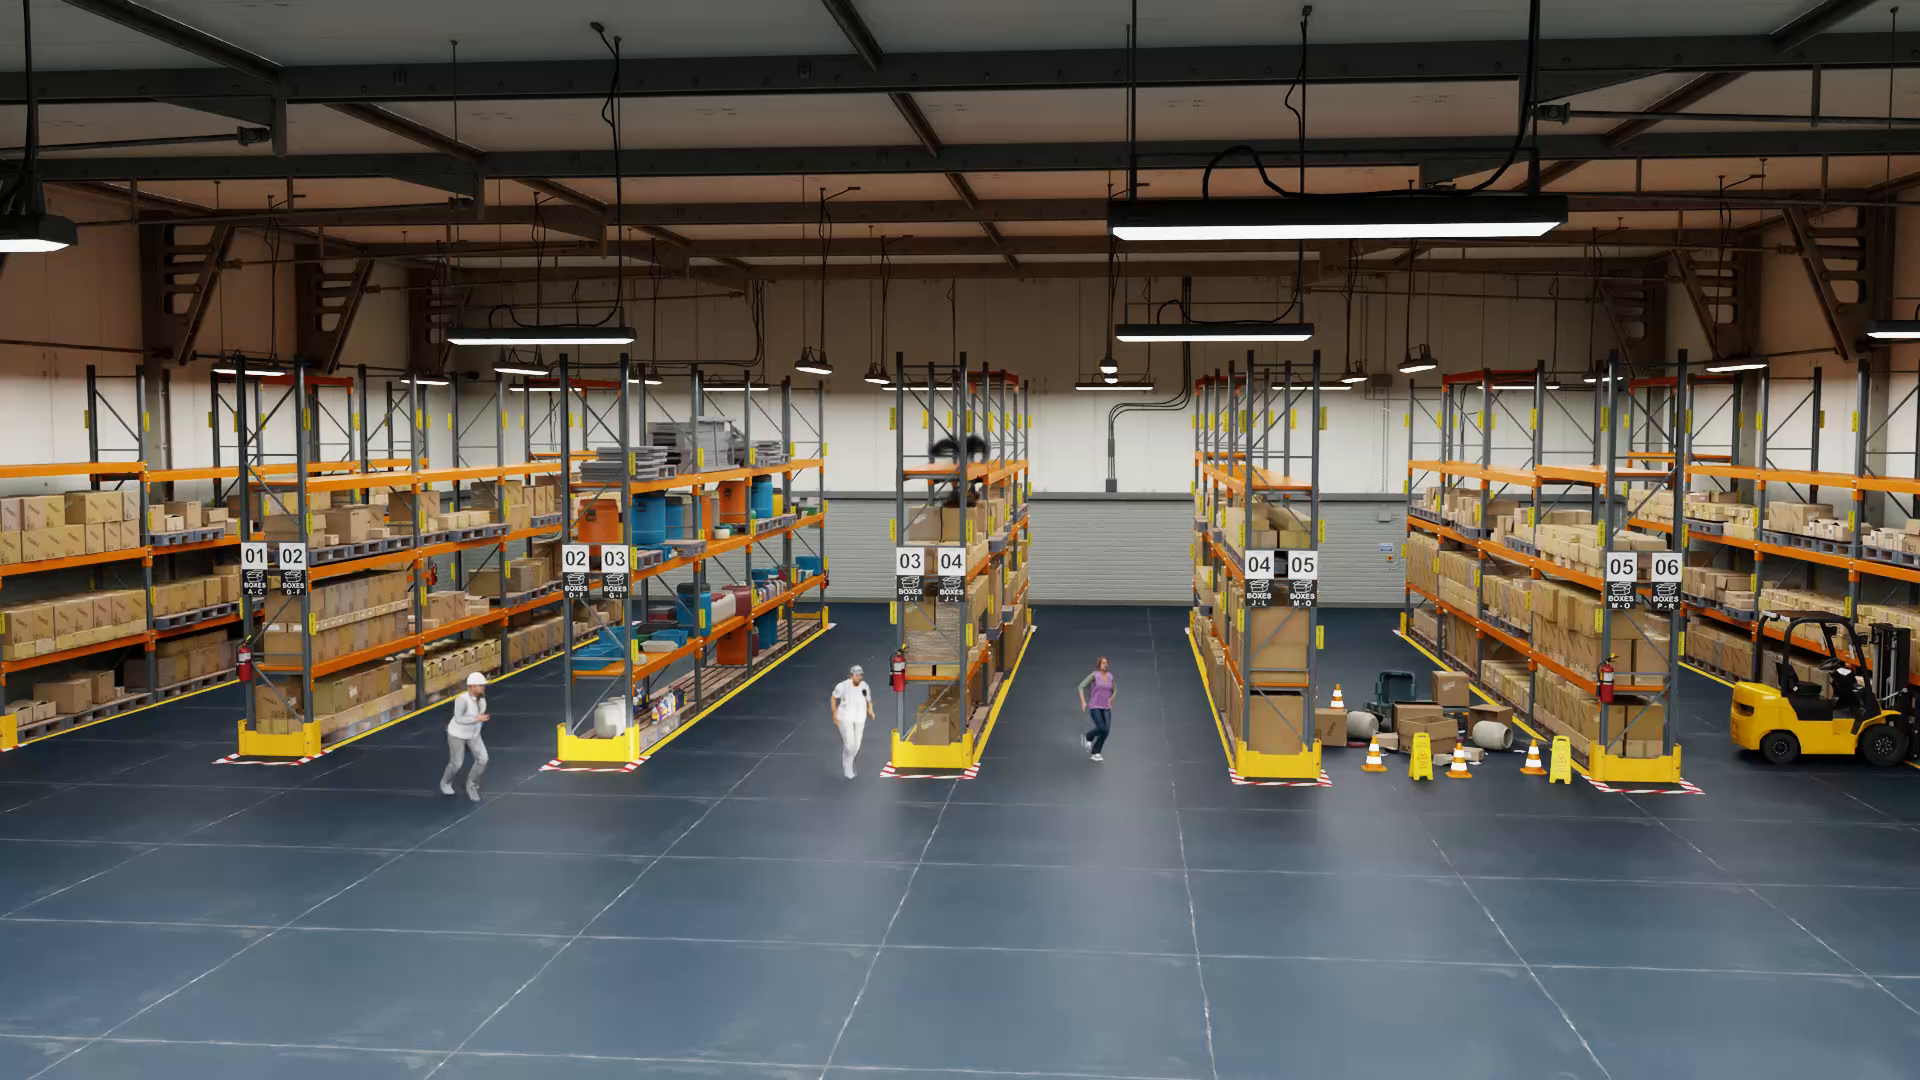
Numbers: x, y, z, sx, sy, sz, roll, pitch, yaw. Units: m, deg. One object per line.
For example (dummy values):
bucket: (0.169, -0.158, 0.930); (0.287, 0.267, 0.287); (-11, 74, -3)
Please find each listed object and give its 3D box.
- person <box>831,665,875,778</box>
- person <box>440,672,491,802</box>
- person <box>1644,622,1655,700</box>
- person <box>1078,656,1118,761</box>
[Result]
person: (-1.520, 2.551, 23.498); (0.564, 1.609, 0.789); (-2, 5, -27)
person: (-6.529, 2.613, 21.995); (0.923, 1.773, 0.666); (2, 5, 29)
person: (11.513, 2.189, 28.126); (0.597, 1.659, 0.940); (0, 4, -1)
person: (2.081, 2.492, 24.564); (0.545, 1.536, 0.512); (-2, 5, -28)
